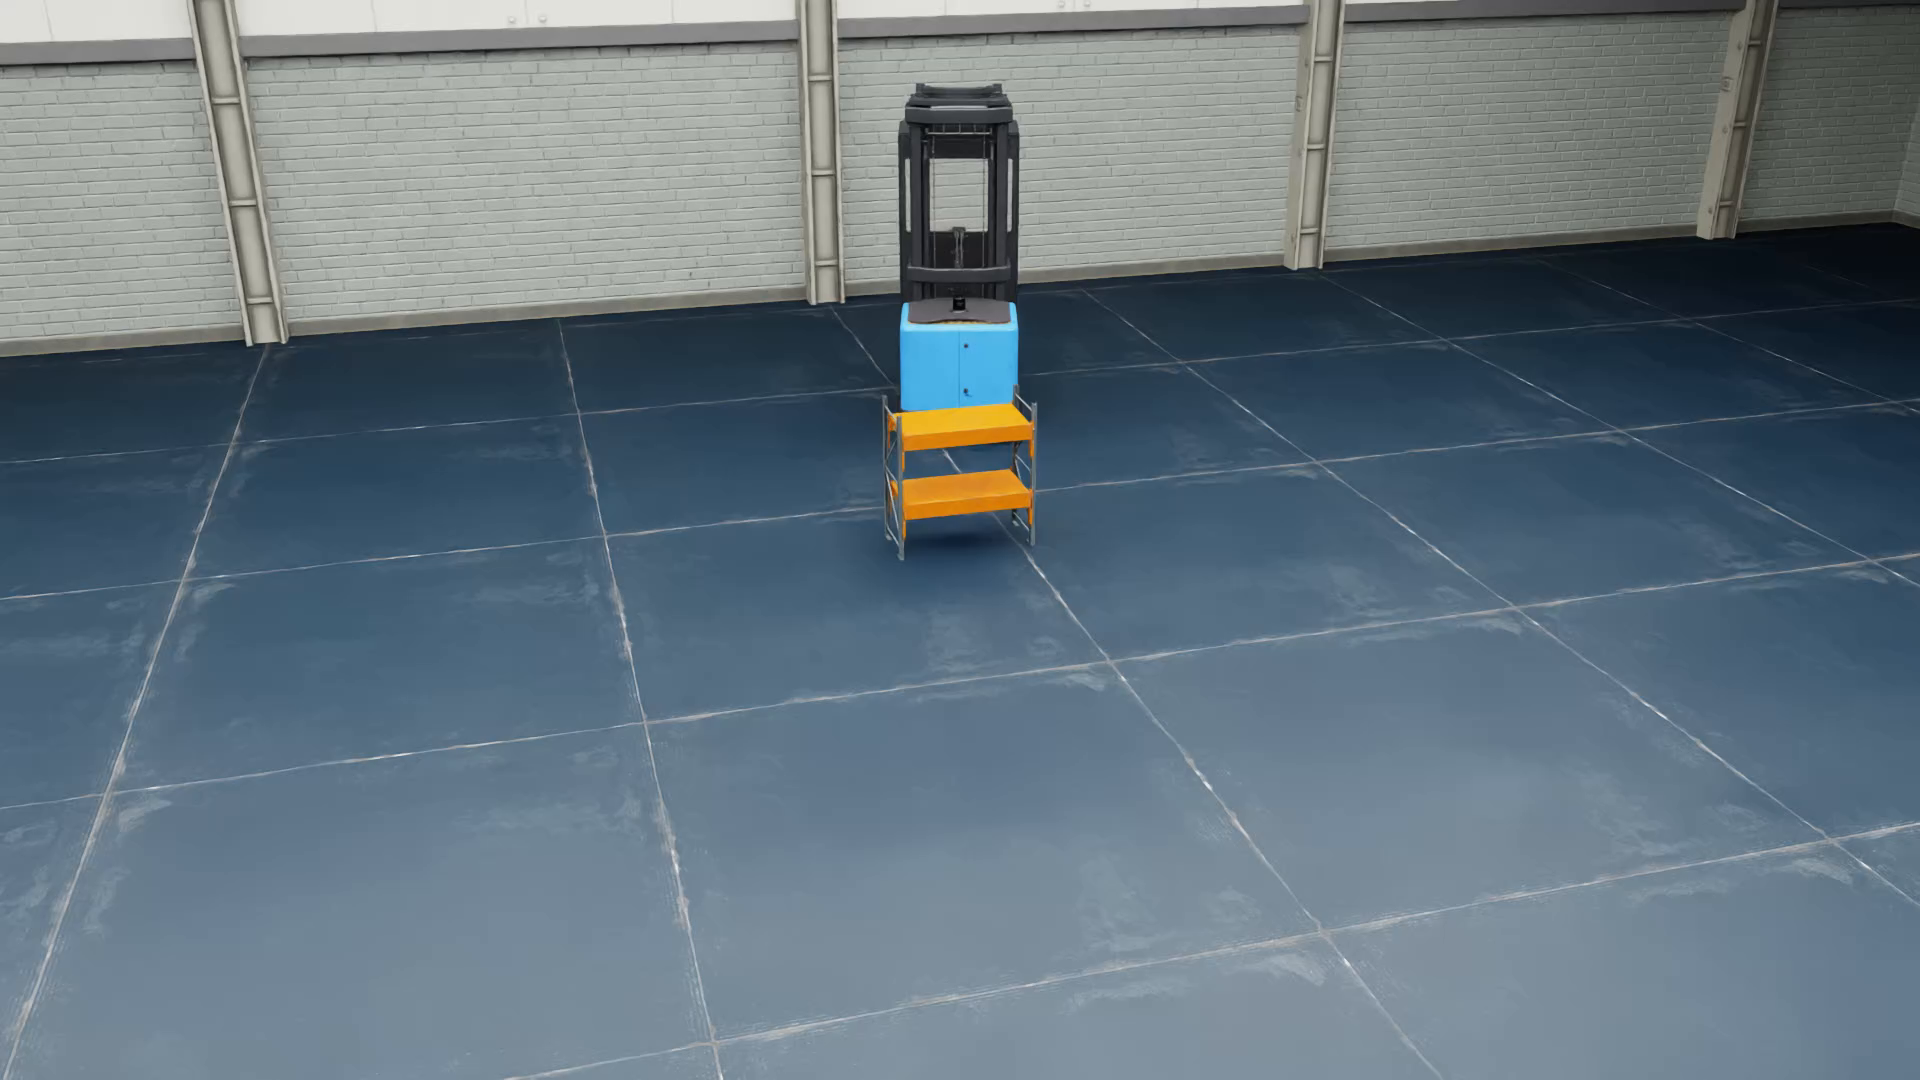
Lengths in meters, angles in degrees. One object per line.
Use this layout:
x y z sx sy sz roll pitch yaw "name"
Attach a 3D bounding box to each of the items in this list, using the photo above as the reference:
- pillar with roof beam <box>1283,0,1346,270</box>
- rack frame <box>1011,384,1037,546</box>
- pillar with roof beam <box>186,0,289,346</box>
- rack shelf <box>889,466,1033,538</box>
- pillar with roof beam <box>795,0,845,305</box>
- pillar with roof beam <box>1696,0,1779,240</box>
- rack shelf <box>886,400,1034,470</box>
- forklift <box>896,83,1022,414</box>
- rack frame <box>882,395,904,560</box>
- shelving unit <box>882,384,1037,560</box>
5.398 -5.887 14.987 0.400 9.000 9.100 -6 24 -14 "pillar with roof beam"
0.483 -0.570 12.583 0.032 1.125 0.500 -6 24 -14 "rack frame"
-6.156 -4.609 12.009 0.400 9.000 9.100 -6 24 -14 "pillar with roof beam"
-0.007 -0.292 12.553 1.000 0.278 0.538 -6 24 -14 "rack shelf"
-0.379 -5.248 13.498 0.400 9.000 9.100 -6 24 -14 "pillar with roof beam"
11.175 -6.526 16.477 0.400 9.000 9.100 -6 24 -14 "pillar with roof beam"
-0.007 -0.785 12.341 1.000 0.278 0.538 -6 24 -14 "rack shelf"
-0.011 -2.778 15.439 1.130 2.935 3.031 0 23 0 "forklift"
-0.496 -0.462 12.331 0.032 1.125 0.500 -6 24 -14 "rack frame"
-0.007 -0.516 12.457 1.048 1.125 0.538 -6 24 -14 "shelving unit"
